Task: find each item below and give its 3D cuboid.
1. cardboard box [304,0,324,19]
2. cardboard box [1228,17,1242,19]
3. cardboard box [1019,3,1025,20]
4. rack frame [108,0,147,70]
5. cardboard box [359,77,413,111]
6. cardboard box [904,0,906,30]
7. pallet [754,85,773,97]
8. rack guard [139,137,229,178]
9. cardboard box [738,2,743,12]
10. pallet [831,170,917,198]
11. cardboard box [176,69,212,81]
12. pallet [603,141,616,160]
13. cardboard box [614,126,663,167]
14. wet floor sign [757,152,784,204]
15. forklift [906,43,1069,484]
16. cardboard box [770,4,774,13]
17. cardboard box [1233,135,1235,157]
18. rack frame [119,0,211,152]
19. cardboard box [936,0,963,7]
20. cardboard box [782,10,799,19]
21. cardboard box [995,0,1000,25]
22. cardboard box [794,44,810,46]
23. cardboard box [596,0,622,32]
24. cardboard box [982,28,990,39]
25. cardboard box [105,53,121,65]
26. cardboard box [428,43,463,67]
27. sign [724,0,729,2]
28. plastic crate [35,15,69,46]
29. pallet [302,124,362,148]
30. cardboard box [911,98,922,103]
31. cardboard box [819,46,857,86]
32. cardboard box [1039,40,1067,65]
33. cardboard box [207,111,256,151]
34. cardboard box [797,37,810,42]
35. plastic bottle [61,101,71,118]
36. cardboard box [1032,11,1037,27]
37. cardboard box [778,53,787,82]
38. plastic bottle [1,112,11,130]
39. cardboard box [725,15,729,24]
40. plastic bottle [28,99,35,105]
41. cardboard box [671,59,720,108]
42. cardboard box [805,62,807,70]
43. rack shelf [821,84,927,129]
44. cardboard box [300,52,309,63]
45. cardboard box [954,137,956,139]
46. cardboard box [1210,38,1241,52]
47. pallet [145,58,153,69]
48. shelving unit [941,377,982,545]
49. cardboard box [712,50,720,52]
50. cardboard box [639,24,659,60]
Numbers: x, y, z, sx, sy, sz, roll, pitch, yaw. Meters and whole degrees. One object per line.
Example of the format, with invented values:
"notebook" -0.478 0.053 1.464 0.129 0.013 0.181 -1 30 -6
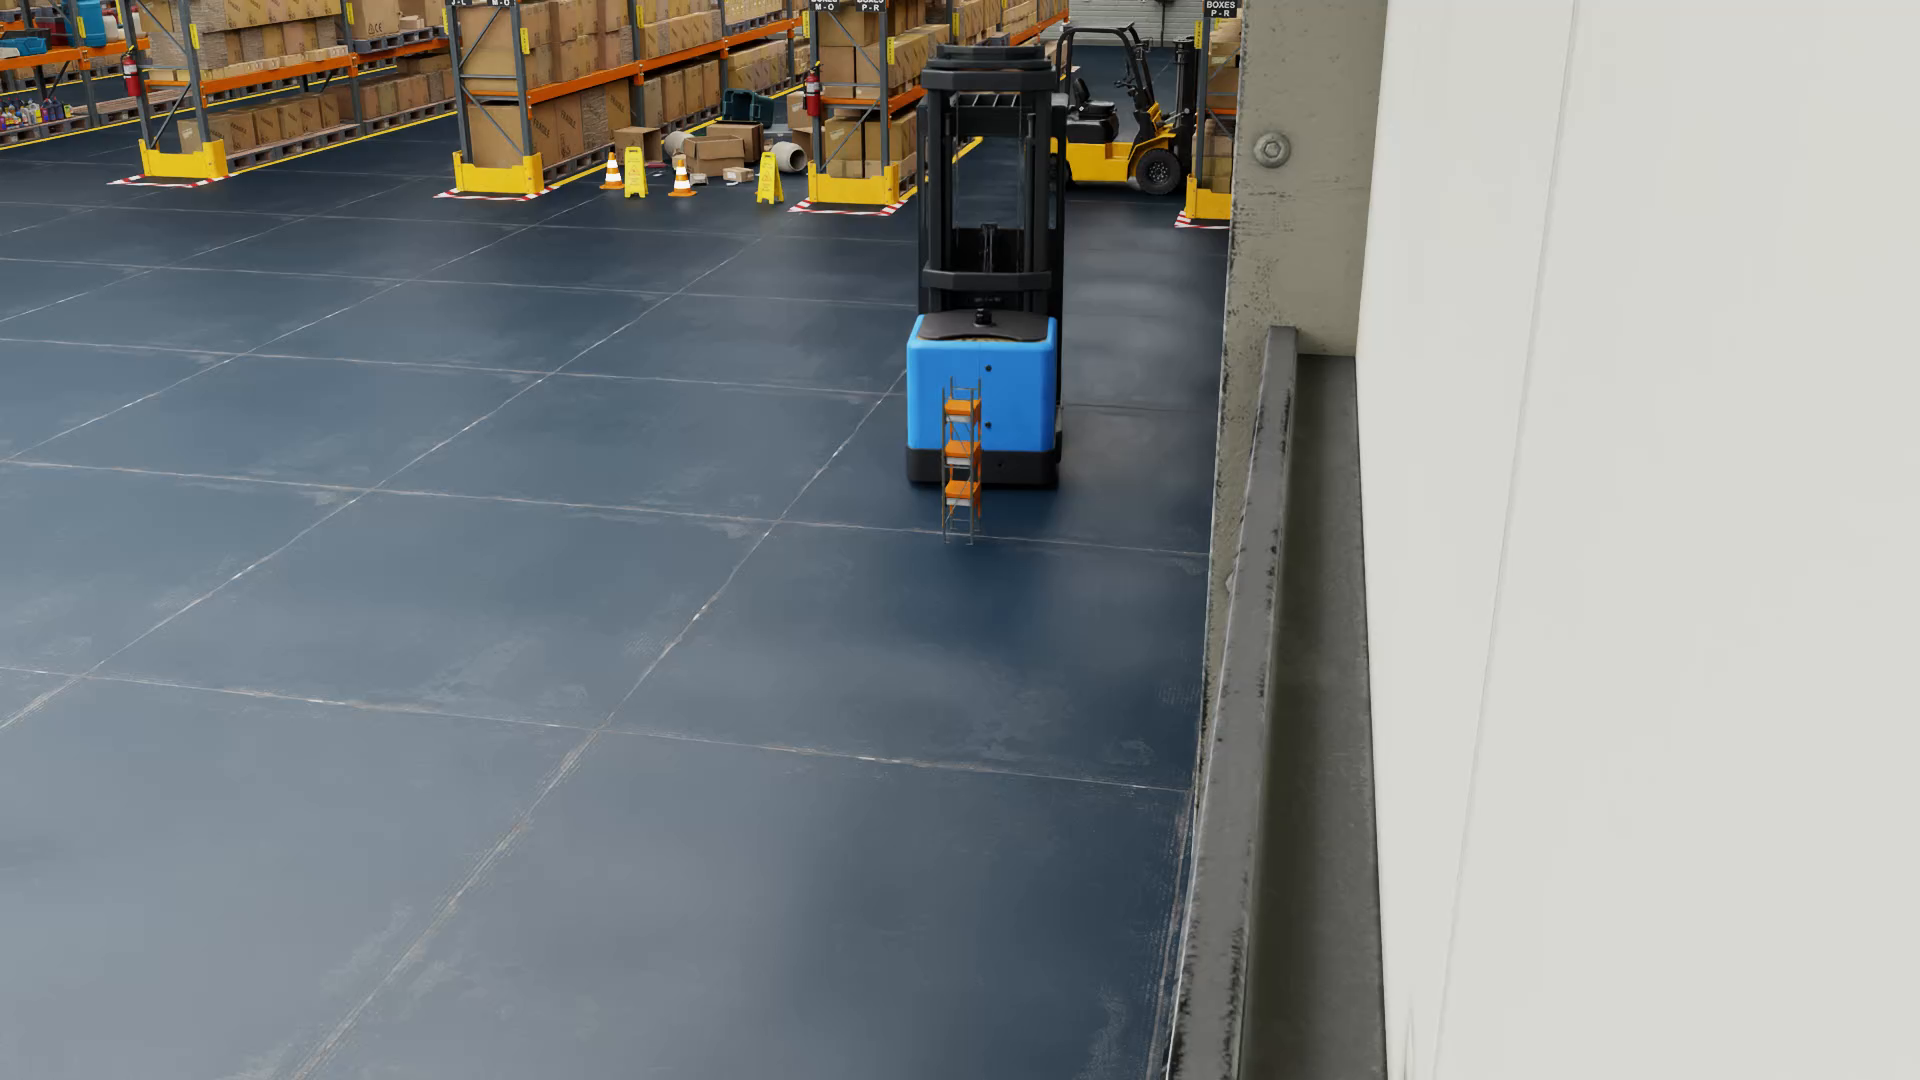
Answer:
"cardboard box" -10.224 -8.346 25.706 0.500 0.500 0.500 4 22 11
"cardboard box" 4.323 -7.996 25.704 0.380 0.149 0.250 4 22 9
"cardboard box" 0.898 -9.657 30.364 0.500 0.250 0.500 5 22 12
"rack frame" -18.366 -11.749 36.025 1.000 3.000 0.127 4 22 11
"cardboard box" -9.925 -7.712 28.758 0.700 0.500 0.500 3 22 6
"cardboard box" -1.156 -7.448 23.476 0.700 0.500 0.500 4 22 10
"pallet" -4.238 -8.551 31.819 1.003 0.211 1.213 4 22 11
"rack guard" -11.102 -5.472 23.786 1.175 0.500 0.348 4 22 11
"cardboard box" -4.199 -9.781 30.516 0.380 0.149 0.250 5 22 11
"pallet" -1.200 -4.877 22.695 1.003 0.211 1.213 4 22 11
"cardboard box" -10.826 -6.573 23.510 0.380 0.149 0.250 4 22 11
"pallet" -5.698 -6.086 25.697 1.003 0.211 1.213 4 22 11
"cardboard box" -4.778 -5.847 24.714 0.500 0.500 0.500 8 23 20
"wet floor sign" -2.502 -4.768 21.844 0.267 0.644 0.232 13 25 29
"forklift" 0.246 -2.257 12.548 1.130 2.935 3.031 2 22 4
"cardboard box" -3.826 -10.309 32.224 0.380 0.149 0.250 4 22 11
"cardboard box" 3.728 -5.016 21.087 0.500 0.250 0.500 4 22 10
"rack frame" -11.117 -6.604 23.250 1.000 3.000 0.127 4 22 11
"cardboard box" -0.157 -8.136 25.093 0.380 0.149 0.250 4 22 11
"cardboard box" -3.456 -10.539 33.358 0.380 0.149 0.250 5 23 13
"cardboard box" 0.396 -8.966 28.020 0.500 0.500 0.500 4 22 9
"cardboard box" -3.305 -10.318 34.930 0.380 0.149 0.250 4 22 9
"cardboard box" -5.573 -7.880 24.772 0.875 0.550 0.550 4 22 11
"cardboard box" 0.287 -8.322 27.291 0.380 0.149 0.250 5 22 12
"cardboard box" -18.295 -10.411 35.460 0.500 0.500 0.500 5 22 11
"cardboard box" -9.324 -8.989 31.456 1.225 0.875 0.875 3 22 8
"sign" -4.106 -9.610 29.165 0.100 0.325 0.005 4 22 11
"plastic crate" -15.351 -8.674 28.305 0.402 0.464 0.583 4 22 11
"pallet" -10.404 -6.525 26.786 1.003 0.211 1.213 4 22 11
"cardboard box" -0.560 -6.155 24.251 0.500 0.500 0.500 5 22 12
"cardboard box" -1.575 -6.252 21.845 0.500 0.500 0.500 4 22 10
"cardboard box" 1.812 -10.457 35.685 0.875 0.438 0.875 4 22 9
"cardboard box" -10.885 -6.087 24.751 0.500 0.500 0.500 11 24 25
"cardboard box" -3.396 -10.913 36.407 0.380 0.149 0.250 5 22 12
"plastic bottle" -14.925 -7.187 27.745 0.061 0.283 0.133 6 23 14
"cardboard box" 1.188 -9.984 31.844 0.500 0.250 0.500 4 22 10
"cardboard box" -3.738 -9.323 32.785 0.500 0.500 0.500 4 22 10
"plastic bottle" -15.221 -6.684 26.513 0.097 0.271 0.097 0 22 0
"cardboard box" -4.361 -9.341 29.820 0.380 0.149 0.250 4 22 10
"plastic bottle" -15.644 -7.299 28.041 0.097 0.271 0.097 0 22 0
"cardboard box" -4.862 -8.050 29.290 1.050 0.750 0.750 4 22 10
"cardboard box" -3.388 -9.847 34.557 0.380 0.149 0.250 4 22 10
"rack shelf" -1.008 -6.246 23.324 1.077 0.370 4.000 4 22 11
"cardboard box" -10.349 -7.490 25.787 0.380 0.149 0.250 4 22 11
"cardboard box" -0.495 -6.479 25.895 0.950 0.372 0.625 5 22 12
"cardboard box" 3.331 -6.196 20.837 0.380 0.149 0.250 4 22 11
"pallet" -18.225 -10.706 37.170 1.003 0.211 1.213 4 22 11
"shelving unit" 0.011 -0.507 10.721 0.215 1.050 0.252 4 22 11
"cardboard box" -4.675 -8.953 30.863 0.500 0.250 0.500 5 22 12
"cardboard box" -5.095 -7.870 26.259 0.500 0.500 0.500 5 22 12
